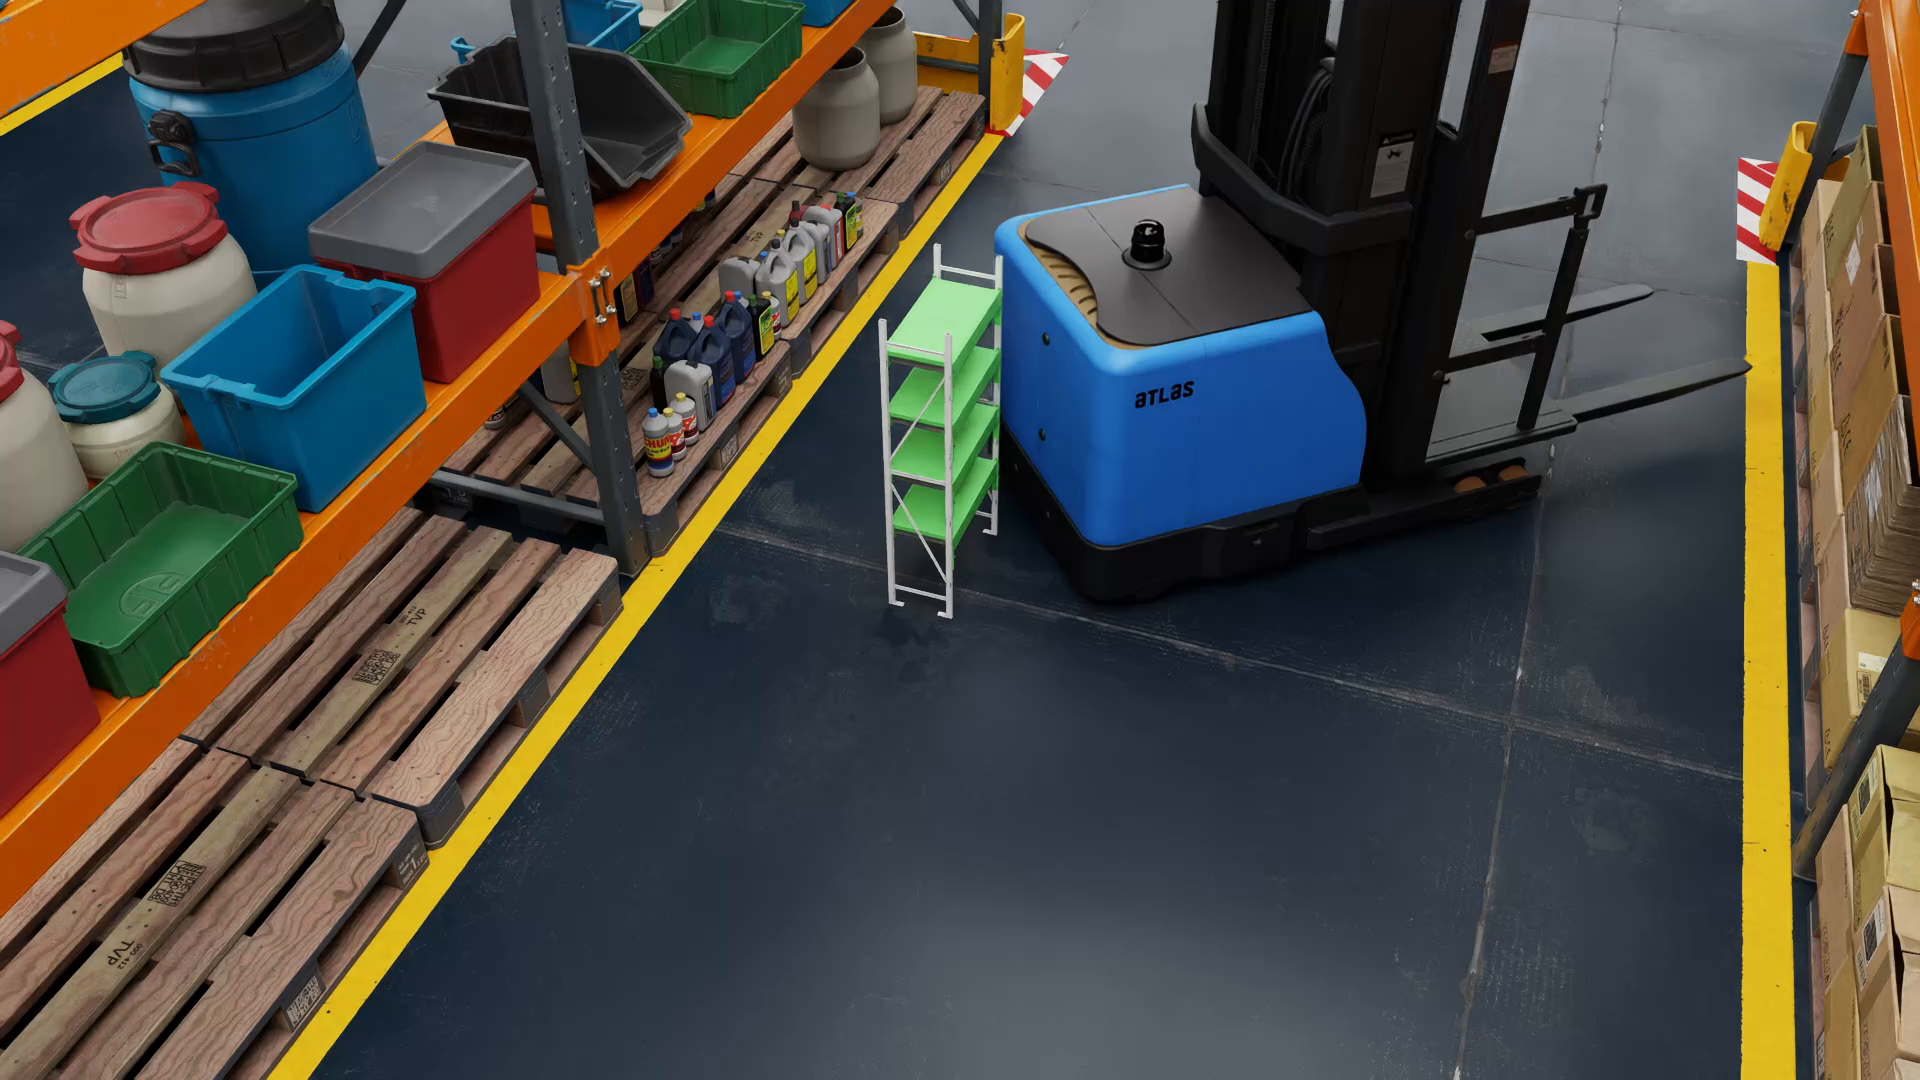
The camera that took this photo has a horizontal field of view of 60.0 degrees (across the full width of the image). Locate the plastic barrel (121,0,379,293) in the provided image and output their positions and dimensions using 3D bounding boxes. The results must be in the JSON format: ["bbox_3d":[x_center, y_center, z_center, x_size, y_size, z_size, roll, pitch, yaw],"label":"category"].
[{"bbox_3d":[-2.055,-1.165,4.918,0.600,0.901,0.708,13,42,15],"label":"plastic barrel"}]

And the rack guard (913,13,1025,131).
[{"bbox_3d":[-0.252,-2.574,8.882,1.175,0.500,0.348,13,42,15],"label":"rack guard"}]

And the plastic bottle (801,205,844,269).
[{"bbox_3d":[-0.598,-1.348,7.279,0.152,0.276,0.135,14,42,15],"label":"plastic bottle"}]

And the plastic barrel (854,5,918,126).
[{"bbox_3d":[-0.424,-2.377,8.318,0.421,0.512,0.421,0,40,0],"label":"plastic barrel"}]

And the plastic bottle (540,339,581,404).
[{"bbox_3d":[-1.553,-0.727,6.493,0.144,0.351,0.185,13,42,15],"label":"plastic bottle"}]

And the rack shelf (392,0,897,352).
[{"bbox_3d":[-0.954,-2.089,6.941,1.077,0.370,4.000,13,42,15],"label":"rack shelf"}]

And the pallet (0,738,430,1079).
[{"bbox_3d":[-2.286,1.153,4.736,1.003,0.211,1.213,13,42,15],"label":"pallet"}]

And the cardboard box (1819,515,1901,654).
[{"bbox_3d":[3.149,0.211,5.486,0.500,0.250,0.500,13,42,15],"label":"cardboard box"}]

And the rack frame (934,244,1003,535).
[{"bbox_3d":[0.027,-0.504,5.917,0.240,1.200,0.015,13,42,15],"label":"rack frame"}]

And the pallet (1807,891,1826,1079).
[{"bbox_3d":[2.800,1.478,4.355,1.003,0.211,1.213,13,42,15],"label":"pallet"}]

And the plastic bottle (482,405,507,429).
[{"bbox_3d":[-1.807,-0.536,6.384,0.097,0.201,0.097,0,40,0],"label":"plastic bottle"}]

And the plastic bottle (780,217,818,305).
[{"bbox_3d":[-0.699,-1.190,7.036,0.144,0.351,0.185,15,43,17],"label":"plastic bottle"}]

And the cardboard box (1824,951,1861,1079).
[{"bbox_3d":[2.468,1.348,4.154,0.500,0.250,0.500,14,43,16],"label":"cardboard box"}]

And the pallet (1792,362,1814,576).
[{"bbox_3d":[3.742,-0.202,6.324,1.003,0.211,1.213,13,42,15],"label":"pallet"}]

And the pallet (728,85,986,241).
[{"bbox_3d":[-0.535,-1.970,8.397,1.003,0.211,1.213,13,42,15],"label":"pallet"}]

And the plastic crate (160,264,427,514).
[{"bbox_3d":[-1.723,-0.395,4.414,0.392,0.384,0.575,13,42,15],"label":"plastic crate"}]

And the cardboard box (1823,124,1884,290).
[{"bbox_3d":[3.821,-1.296,6.676,0.500,0.500,0.500,13,42,15],"label":"cardboard box"}]

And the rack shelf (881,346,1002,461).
[{"bbox_3d":[-0.057,-0.489,5.628,0.258,0.148,0.480,13,42,15],"label":"rack shelf"}]

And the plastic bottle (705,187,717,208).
[{"bbox_3d":[-1.183,-1.675,7.665,0.097,0.271,0.097,0,40,0],"label":"plastic bottle"}]

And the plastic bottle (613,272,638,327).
[{"bbox_3d":[-1.408,-1.040,6.912,0.061,0.283,0.133,13,42,15],"label":"plastic bottle"}]

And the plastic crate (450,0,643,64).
[{"bbox_3d":[-1.515,-1.821,6.188,0.499,0.251,0.616,13,42,15],"label":"plastic crate"}]

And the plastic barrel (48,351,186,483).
[{"bbox_3d":[-2.235,-0.317,4.417,0.301,0.262,0.301,0,40,0],"label":"plastic barrel"}]

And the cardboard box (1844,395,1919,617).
[{"bbox_3d":[3.150,-0.074,5.242,0.500,0.500,0.500,13,42,15],"label":"cardboard box"}]

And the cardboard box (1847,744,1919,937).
[{"bbox_3d":[2.640,0.829,4.330,0.500,0.311,0.500,13,42,15],"label":"cardboard box"}]

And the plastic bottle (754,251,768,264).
[{"bbox_3d":[-0.827,-1.133,7.084,0.097,0.201,0.097,0,40,0],"label":"plastic bottle"}]

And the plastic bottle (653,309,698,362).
[{"bbox_3d":[-1.108,-0.734,6.502,0.144,0.351,0.185,13,42,15],"label":"plastic bottle"}]

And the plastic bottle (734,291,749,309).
[{"bbox_3d":[-0.893,-0.885,6.740,0.097,0.271,0.097,0,40,0],"label":"plastic bottle"}]

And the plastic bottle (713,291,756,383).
[{"bbox_3d":[-0.908,-0.817,6.599,0.144,0.351,0.185,12,42,13],"label":"plastic bottle"}]

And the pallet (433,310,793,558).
[{"bbox_3d":[-1.369,-0.482,6.652,1.003,0.211,1.213,13,42,15],"label":"pallet"}]

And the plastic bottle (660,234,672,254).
[{"bbox_3d":[-1.335,-1.405,7.349,0.097,0.271,0.097,0,40,0],"label":"plastic bottle"}]

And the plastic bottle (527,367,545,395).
[{"bbox_3d":[-1.689,-0.759,6.530,0.144,0.351,0.185,12,42,14],"label":"plastic bottle"}]

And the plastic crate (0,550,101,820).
[{"bbox_3d":[-2.166,0.355,3.473,0.402,0.464,0.583,13,42,15],"label":"plastic crate"}]

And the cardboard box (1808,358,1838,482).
[{"bbox_3d":[3.476,-0.402,6.205,0.500,0.250,0.500,13,42,15],"label":"cardboard box"}]

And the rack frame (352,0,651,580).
[{"bbox_3d":[-1.638,-1.142,5.278,1.000,3.000,0.127,13,42,15],"label":"rack frame"}]

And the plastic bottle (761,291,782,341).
[{"bbox_3d":[-0.789,-0.928,6.844,0.097,0.201,0.097,0,40,0],"label":"plastic bottle"}]

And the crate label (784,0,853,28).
[{"bbox_3d":[-0.646,-2.413,6.740,0.502,0.435,0.616,13,42,15],"label":"crate label"}]

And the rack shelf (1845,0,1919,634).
[{"bbox_3d":[3.699,-0.987,5.650,1.077,0.370,4.000,13,42,15],"label":"rack shelf"}]

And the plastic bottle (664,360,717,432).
[{"bbox_3d":[-1.033,-0.574,6.371,0.152,0.276,0.135,15,43,17],"label":"plastic bottle"}]

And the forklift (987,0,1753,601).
[{"bbox_3d":[1.678,-1.496,5.745,3.031,2.935,1.130,-14,42,-16],"label":"forklift"}]

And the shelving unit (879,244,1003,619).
[{"bbox_3d":[-0.057,-0.355,5.742,0.258,1.200,0.503,13,42,15],"label":"shelving unit"}]

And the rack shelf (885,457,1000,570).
[{"bbox_3d":[-0.057,-0.124,5.939,0.258,0.148,0.480,13,42,15],"label":"rack shelf"}]

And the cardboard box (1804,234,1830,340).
[{"bbox_3d":[3.823,-1.011,6.919,0.500,0.250,0.500,13,42,15],"label":"cardboard box"}]

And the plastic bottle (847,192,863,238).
[{"bbox_3d":[-0.487,-1.467,7.476,0.097,0.201,0.097,0,40,0],"label":"plastic bottle"}]

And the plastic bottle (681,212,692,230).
[{"bbox_3d":[-1.278,-1.545,7.504,0.061,0.283,0.133,14,42,16],"label":"plastic bottle"}]

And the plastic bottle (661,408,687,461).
[{"bbox_3d":[-1.083,-0.404,6.230,0.097,0.201,0.097,0,40,0],"label":"plastic bottle"}]

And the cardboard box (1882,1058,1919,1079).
[{"bbox_3d":[2.288,1.449,3.603,0.500,0.311,0.500,12,42,14],"label":"cardboard box"}]

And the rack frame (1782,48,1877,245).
[{"bbox_3d":[4.383,-2.480,6.846,1.000,3.000,0.127,13,42,15],"label":"rack frame"}]

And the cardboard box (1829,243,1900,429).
[{"bbox_3d":[3.475,-0.687,5.962,0.500,0.500,0.500,13,42,15],"label":"cardboard box"}]
